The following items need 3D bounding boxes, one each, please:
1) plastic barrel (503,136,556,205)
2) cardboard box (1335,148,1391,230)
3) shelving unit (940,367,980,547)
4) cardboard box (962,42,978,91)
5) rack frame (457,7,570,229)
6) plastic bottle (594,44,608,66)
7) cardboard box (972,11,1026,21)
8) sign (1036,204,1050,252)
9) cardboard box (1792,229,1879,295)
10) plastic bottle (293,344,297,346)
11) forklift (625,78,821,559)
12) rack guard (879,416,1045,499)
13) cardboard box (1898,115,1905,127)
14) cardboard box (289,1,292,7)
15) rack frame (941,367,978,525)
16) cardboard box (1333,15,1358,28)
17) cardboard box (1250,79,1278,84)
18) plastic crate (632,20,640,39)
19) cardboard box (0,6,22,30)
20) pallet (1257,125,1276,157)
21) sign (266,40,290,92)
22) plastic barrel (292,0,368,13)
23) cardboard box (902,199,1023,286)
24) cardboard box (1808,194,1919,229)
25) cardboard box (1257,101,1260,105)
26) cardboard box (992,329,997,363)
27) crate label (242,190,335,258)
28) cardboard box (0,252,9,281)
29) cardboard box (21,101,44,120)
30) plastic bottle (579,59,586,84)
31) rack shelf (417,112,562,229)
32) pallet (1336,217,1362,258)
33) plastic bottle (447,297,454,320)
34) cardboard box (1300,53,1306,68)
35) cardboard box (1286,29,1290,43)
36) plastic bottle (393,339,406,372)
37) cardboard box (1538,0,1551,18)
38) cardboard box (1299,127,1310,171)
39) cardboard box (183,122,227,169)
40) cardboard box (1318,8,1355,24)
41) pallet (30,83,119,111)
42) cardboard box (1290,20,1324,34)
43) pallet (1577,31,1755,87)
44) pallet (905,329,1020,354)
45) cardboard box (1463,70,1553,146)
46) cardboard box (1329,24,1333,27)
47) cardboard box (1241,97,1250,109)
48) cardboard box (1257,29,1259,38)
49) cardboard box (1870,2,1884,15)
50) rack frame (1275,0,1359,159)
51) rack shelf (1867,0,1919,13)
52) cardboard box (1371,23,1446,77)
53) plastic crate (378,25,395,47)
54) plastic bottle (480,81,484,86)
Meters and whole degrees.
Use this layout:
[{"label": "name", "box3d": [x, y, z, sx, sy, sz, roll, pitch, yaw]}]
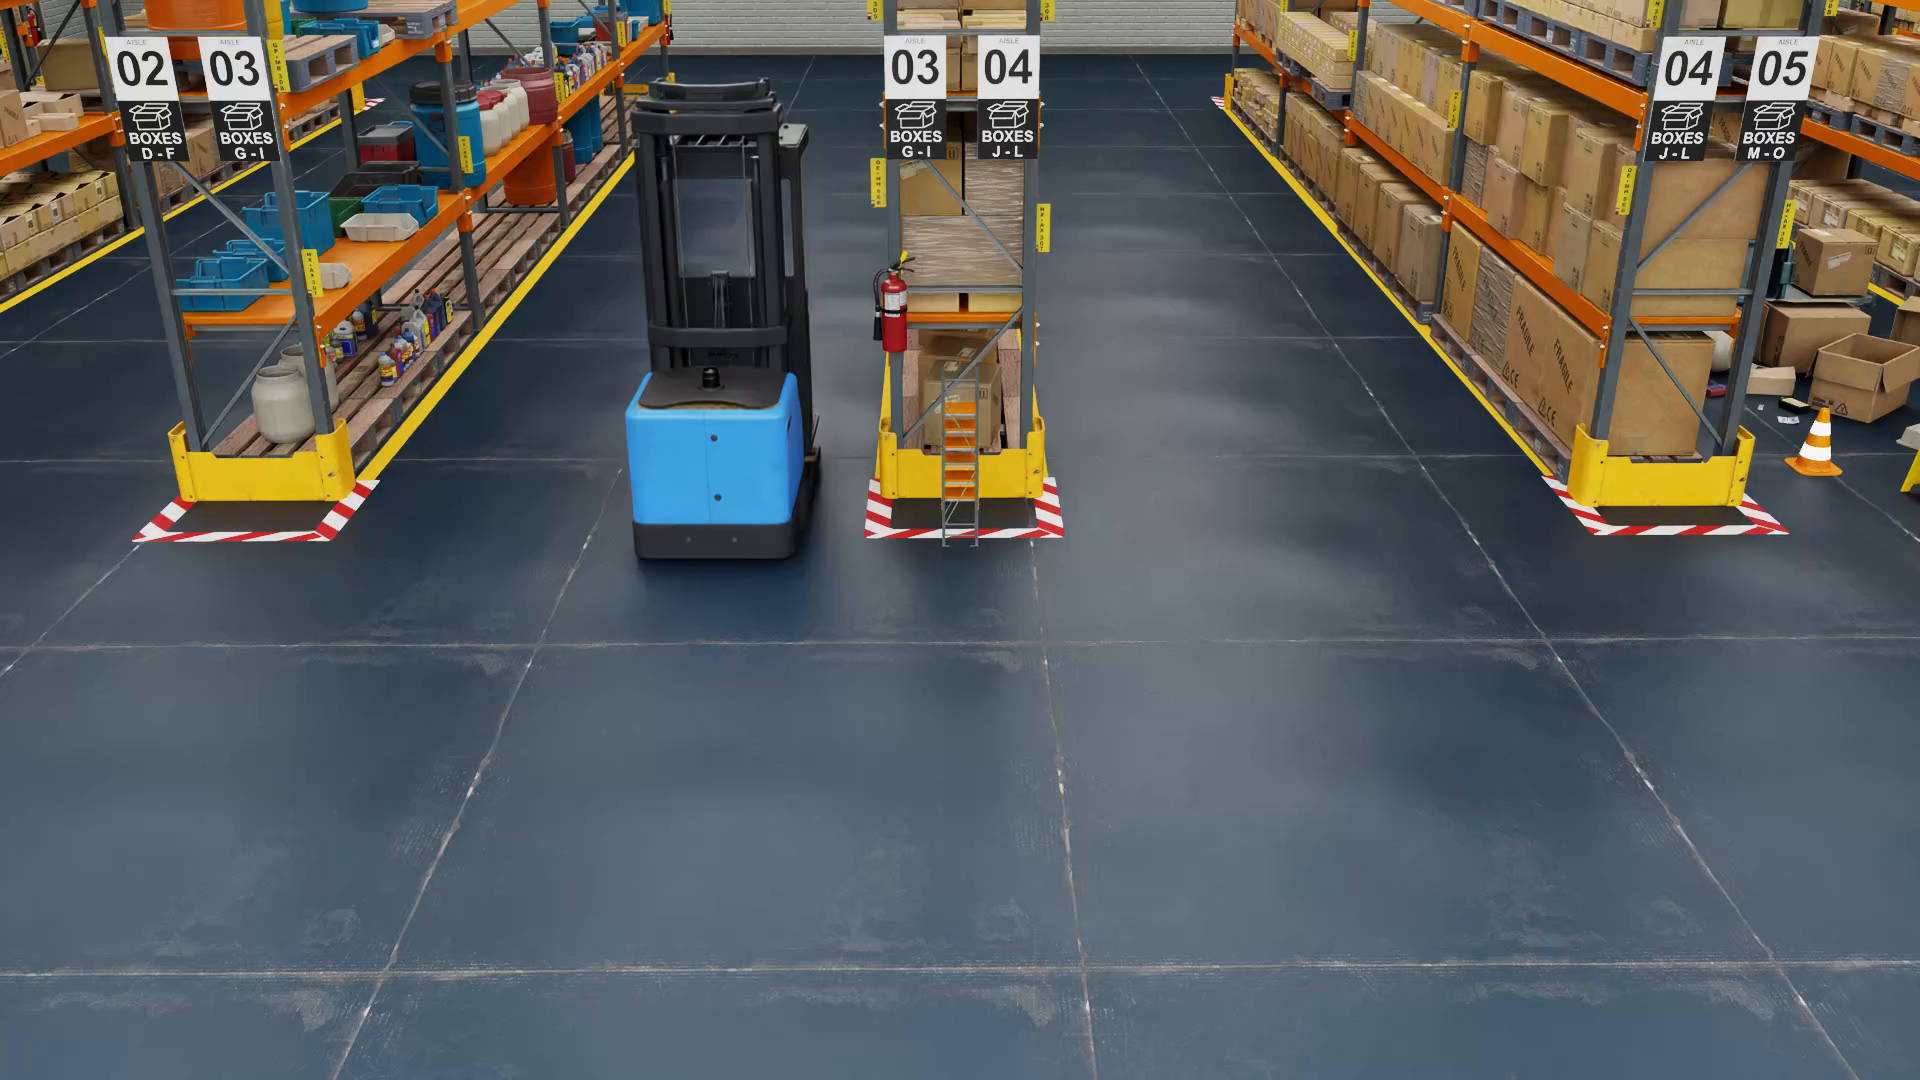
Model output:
[{"label": "plastic barrel", "box3d": [-5.050, -4.383, 19.425, 0.600, 0.830, 0.708, 0, 24, -1]}, {"label": "cardboard box", "box3d": [4.802, -3.897, 18.446, 1.050, 0.750, 0.750, -1, 24, -1]}, {"label": "shelving unit", "box3d": [0.000, -0.541, 10.989, 0.258, 1.200, 0.189, 0, 24, -1]}, {"label": "cardboard box", "box3d": [0.265, -3.203, 11.233, 0.500, 0.250, 0.500, 0, 24, 1]}, {"label": "rack frame", "box3d": [-5.028, -4.979, 18.619, 1.000, 3.000, 0.127, 0, 24, -1]}, {"label": "plastic bottle", "box3d": [-4.744, -6.410, 21.933, 0.152, 0.276, 0.135, 0, 24, -1]}, {"label": "cardboard box", "box3d": [0.276, -3.623, 11.678, 0.380, 0.149, 0.250, 1, 24, 2]}, {"label": "sign", "box3d": [0.555, -2.102, 11.206, 0.100, 0.325, 0.005, 0, 24, -1]}, {"label": "cardboard box", "box3d": [8.098, -2.583, 15.436, 0.500, 0.500, 0.500, 0, 24, -1]}, {"label": "plastic bottle", "box3d": [-5.419, -1.448, 13.574, 0.061, 0.283, 0.133, 0, 24, 1]}, {"label": "forklift", "box3d": [-1.603, -1.773, 11.614, 1.130, 2.935, 3.031, 0, 24, 0]}, {"label": "rack guard", "box3d": [0.011, -0.597, 11.964, 1.175, 0.500, 0.348, 0, 24, -1]}, {"label": "cardboard box", "box3d": [9.699, -4.215, 16.724, 0.380, 0.149, 0.250, -1, 24, -2]}, {"label": "cardboard box", "box3d": [-9.760, -7.727, 23.361, 0.500, 0.500, 0.500, -1, 24, -2]}, {"label": "rack frame", "box3d": [-0.001, -0.578, 11.073, 0.240, 1.200, 0.006, 0, 24, -1]}, {"label": "cardboard box", "box3d": [5.045, -6.703, 21.503, 0.380, 0.149, 0.250, -1, 24, -2]}, {"label": "cardboard box", "box3d": [4.541, -6.791, 24.853, 0.380, 0.149, 0.250, 1, 24, 2]}, {"label": "plastic crate", "box3d": [-4.836, -7.381, 24.061, 0.416, 0.233, 0.300, 0, 24, -1]}, {"label": "cardboard box", "box3d": [-15.006, -8.157, 25.283, 0.980, 0.700, 0.700, 1, 24, 2]}, {"label": "pallet", "box3d": [4.799, -5.636, 23.456, 1.003, 0.211, 1.213, 0, 24, -1]}, {"label": "sign", "box3d": [-4.390, -3.054, 10.711, 0.100, 0.325, 0.005, 0, 24, -1]}, {"label": "plastic barrel", "box3d": [-5.080, -4.707, 13.258, 0.600, 0.901, 0.708, 0, 24, -1]}, {"label": "cardboard box", "box3d": [0.033, -2.113, 11.799, 0.875, 0.500, 0.500, 0, 24, -1]}, {"label": "cardboard box", "box3d": [9.846, -3.503, 18.034, 0.950, 0.372, 0.625, -1, 24, -2]}, {"label": "cardboard box", "box3d": [4.622, -6.549, 24.679, 0.380, 0.149, 0.250, 1, 24, 2]}, {"label": "cardboard box", "box3d": [0.032, -1.749, 14.001, 0.500, 0.500, 0.500, -2, 24, -5]}, {"label": "crate label", "box3d": [-5.231, -2.456, 12.997, 0.502, 0.435, 0.616, 0, 24, -1]}, {"label": "cardboard box", "box3d": [-9.698, -2.626, 16.244, 0.500, 0.250, 0.500, 0, 24, 1]}, {"label": "cardboard box", "box3d": [-10.165, -4.548, 17.774, 0.500, 0.311, 0.500, -1, 24, -1]}, {"label": "plastic bottle", "box3d": [-4.682, -5.809, 20.595, 0.061, 0.283, 0.133, 0, 24, -1]}, {"label": "rack shelf", "box3d": [-5.006, -3.827, 16.945, 1.077, 0.370, 4.000, 0, 24, -1]}, {"label": "pallet", "box3d": [4.819, -3.386, 18.481, 1.003, 0.211, 1.213, 0, 24, -1]}, {"label": "plastic bottle", "box3d": [-4.669, -2.108, 15.133, 0.097, 0.201, 0.097, 0, 24, 0]}, {"label": "cardboard box", "box3d": [4.405, -5.901, 20.452, 0.380, 0.149, 0.250, -1, 24, -3]}, {"label": "cardboard box", "box3d": [4.394, -6.465, 21.339, 0.380, 0.149, 0.250, 0, 24, 1]}, {"label": "plastic bottle", "box3d": [-4.653, -1.529, 13.769, 0.097, 0.271, 0.097, 0, 24, 0]}, {"label": "cardboard box", "box3d": [4.610, -4.044, 12.586, 0.380, 0.149, 0.250, 0, 24, 0]}, {"label": "cardboard box", "box3d": [4.611, -4.943, 21.063, 0.500, 0.500, 0.500, 0, 24, 0]}, {"label": "cardboard box", "box3d": [-9.731, -5.056, 21.288, 0.500, 0.500, 0.500, 0, 24, 0]}, {"label": "cardboard box", "box3d": [5.088, -7.016, 22.641, 0.500, 0.500, 0.500, -1, 24, -2]}, {"label": "pallet", "box3d": [-10.059, -5.150, 19.229, 1.213, 0.211, 1.003, 0, 24, -1]}, {"label": "cardboard box", "box3d": [4.396, -6.490, 21.034, 0.380, 0.149, 0.250, -1, 24, -1]}, {"label": "pallet", "box3d": [4.954, -3.317, 11.412, 1.003, 0.211, 1.213, 0, 24, -1]}, {"label": "pallet", "box3d": [0.011, -1.806, 14.987, 1.003, 0.211, 1.213, 0, 24, -1]}, {"label": "cardboard box", "box3d": [4.899, -3.742, 14.391, 0.875, 0.550, 0.550, 0, 24, -1]}, {"label": "cardboard box", "box3d": [5.044, -6.679, 21.813, 0.380, 0.149, 0.250, 0, 24, 1]}, {"label": "cardboard box", "box3d": [4.471, -6.638, 25.236, 0.380, 0.149, 0.250, 0, 24, 0]}, {"label": "cardboard box", "box3d": [4.542, -7.386, 24.246, 0.380, 0.149, 0.250, 1, 24, 1]}, {"label": "cardboard box", "box3d": [14.446, -8.245, 25.661, 0.500, 0.250, 0.500, 0, 24, 0]}, {"label": "rack frame", "box3d": [4.842, -6.630, 22.269, 1.000, 3.000, 0.127, 0, 24, -1]}, {"label": "rack shelf", "box3d": [9.856, -5.261, 16.474, 1.077, 0.370, 4.000, 0, 24, -1]}, {"label": "cardboard box", "box3d": [4.880, -5.298, 17.989, 0.700, 0.500, 0.500, 0, 24, -1]}, {"label": "plastic crate", "box3d": [-4.562, -3.918, 12.952, 0.243, 0.136, 0.396, 0, 24, -1]}, {"label": "plastic bottle", "box3d": [-5.459, -5.091, 19.007, 0.061, 0.283, 0.133, 0, 24, -1]}]
